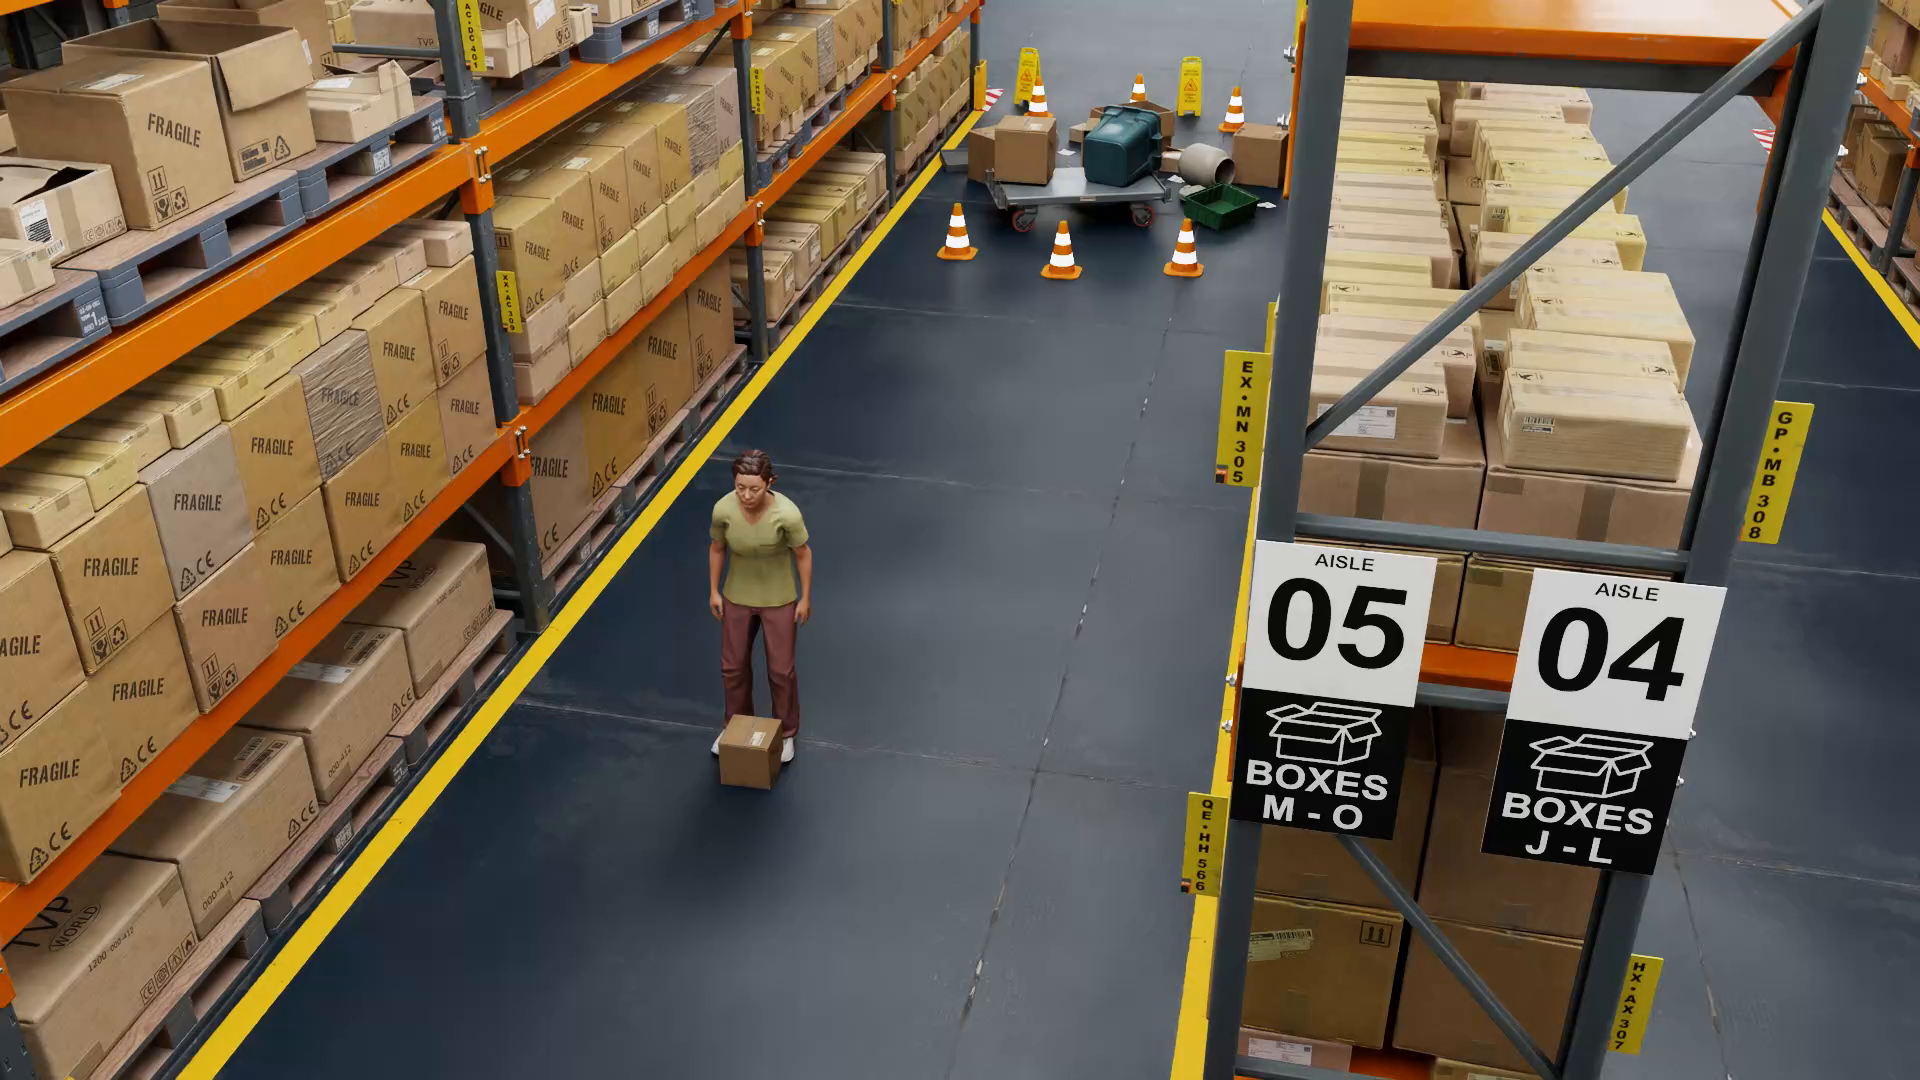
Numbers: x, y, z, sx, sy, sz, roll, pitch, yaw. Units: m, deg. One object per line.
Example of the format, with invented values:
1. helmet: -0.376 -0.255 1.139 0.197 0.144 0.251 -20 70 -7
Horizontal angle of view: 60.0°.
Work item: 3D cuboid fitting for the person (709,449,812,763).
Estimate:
1. person: -0.977 0.305 8.063 0.521 1.672 0.363 4 29 8
